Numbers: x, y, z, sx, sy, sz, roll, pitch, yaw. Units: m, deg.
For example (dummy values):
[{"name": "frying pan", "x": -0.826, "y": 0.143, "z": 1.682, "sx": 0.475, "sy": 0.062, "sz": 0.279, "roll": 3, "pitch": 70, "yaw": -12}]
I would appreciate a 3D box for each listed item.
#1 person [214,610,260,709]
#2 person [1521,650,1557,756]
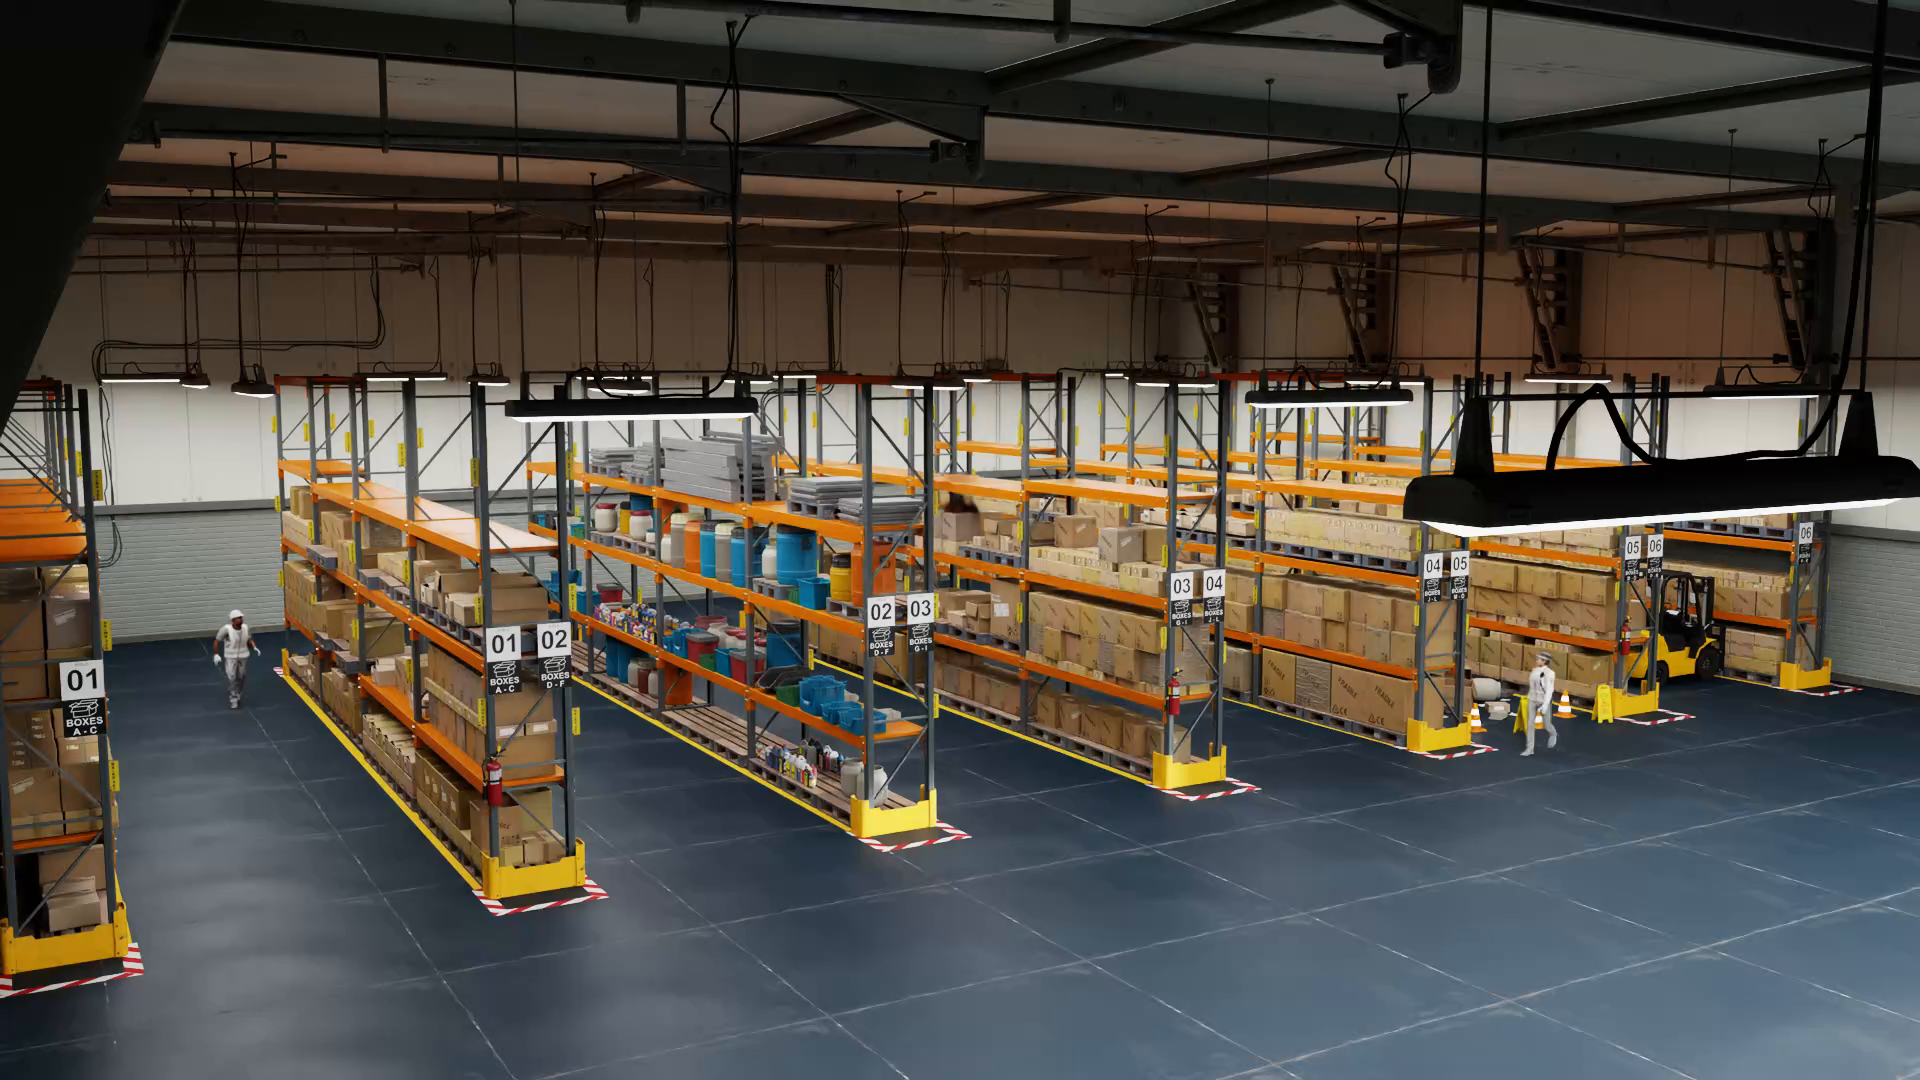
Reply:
[{"name": "person", "x": -13.236, "y": 2.173, "z": 30.432, "sx": 0.765, "sy": 1.808, "sz": 0.878, "roll": -3, "pitch": 7, "yaw": -29}, {"name": "person", "x": 9.306, "y": 2.587, "z": 26.626, "sx": 0.425, "sy": 1.672, "sz": 0.818, "roll": 4, "pitch": 8, "yaw": 36}]
